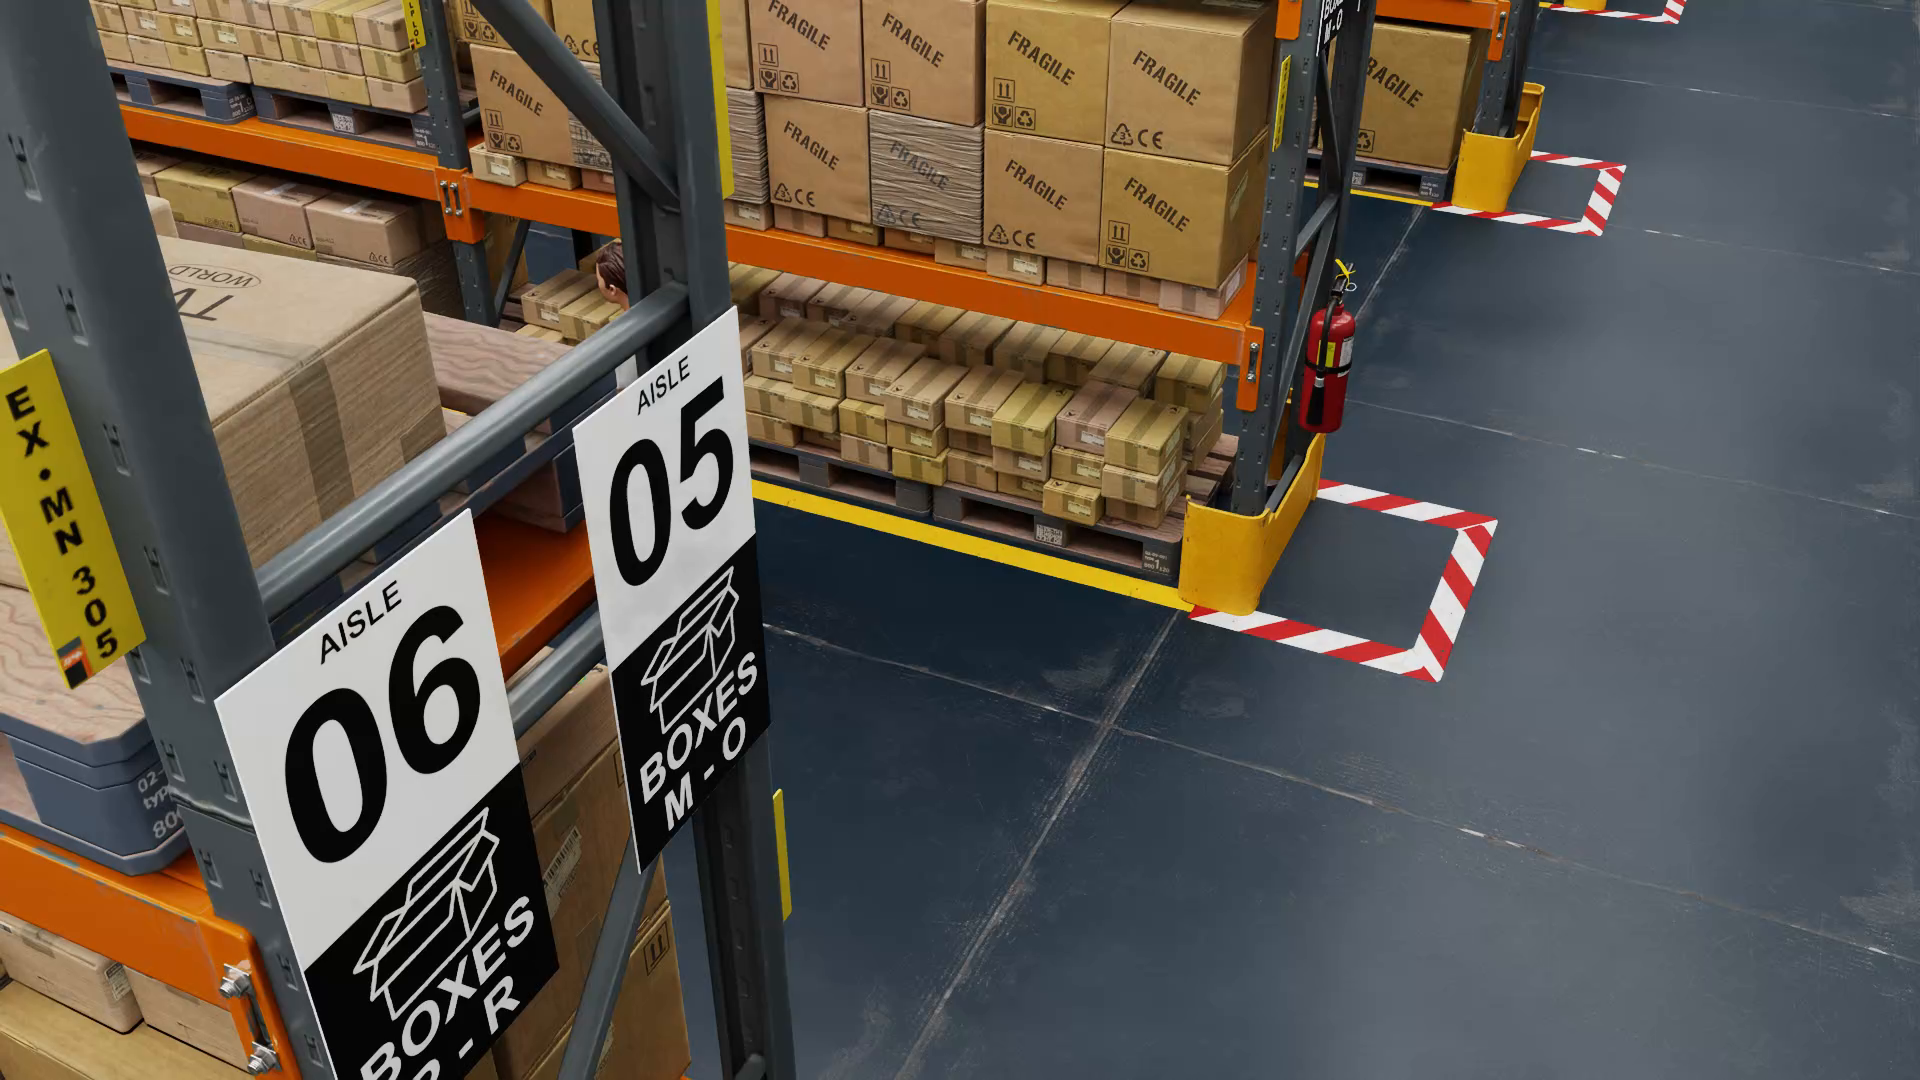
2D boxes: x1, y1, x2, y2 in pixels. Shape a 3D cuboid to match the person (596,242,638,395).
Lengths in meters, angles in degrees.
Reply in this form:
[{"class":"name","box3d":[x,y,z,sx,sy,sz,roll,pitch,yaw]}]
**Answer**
[{"class":"person","box3d":[-1.239,-0.433,6.789,0.355,1.672,0.514,16,37,23]}]
